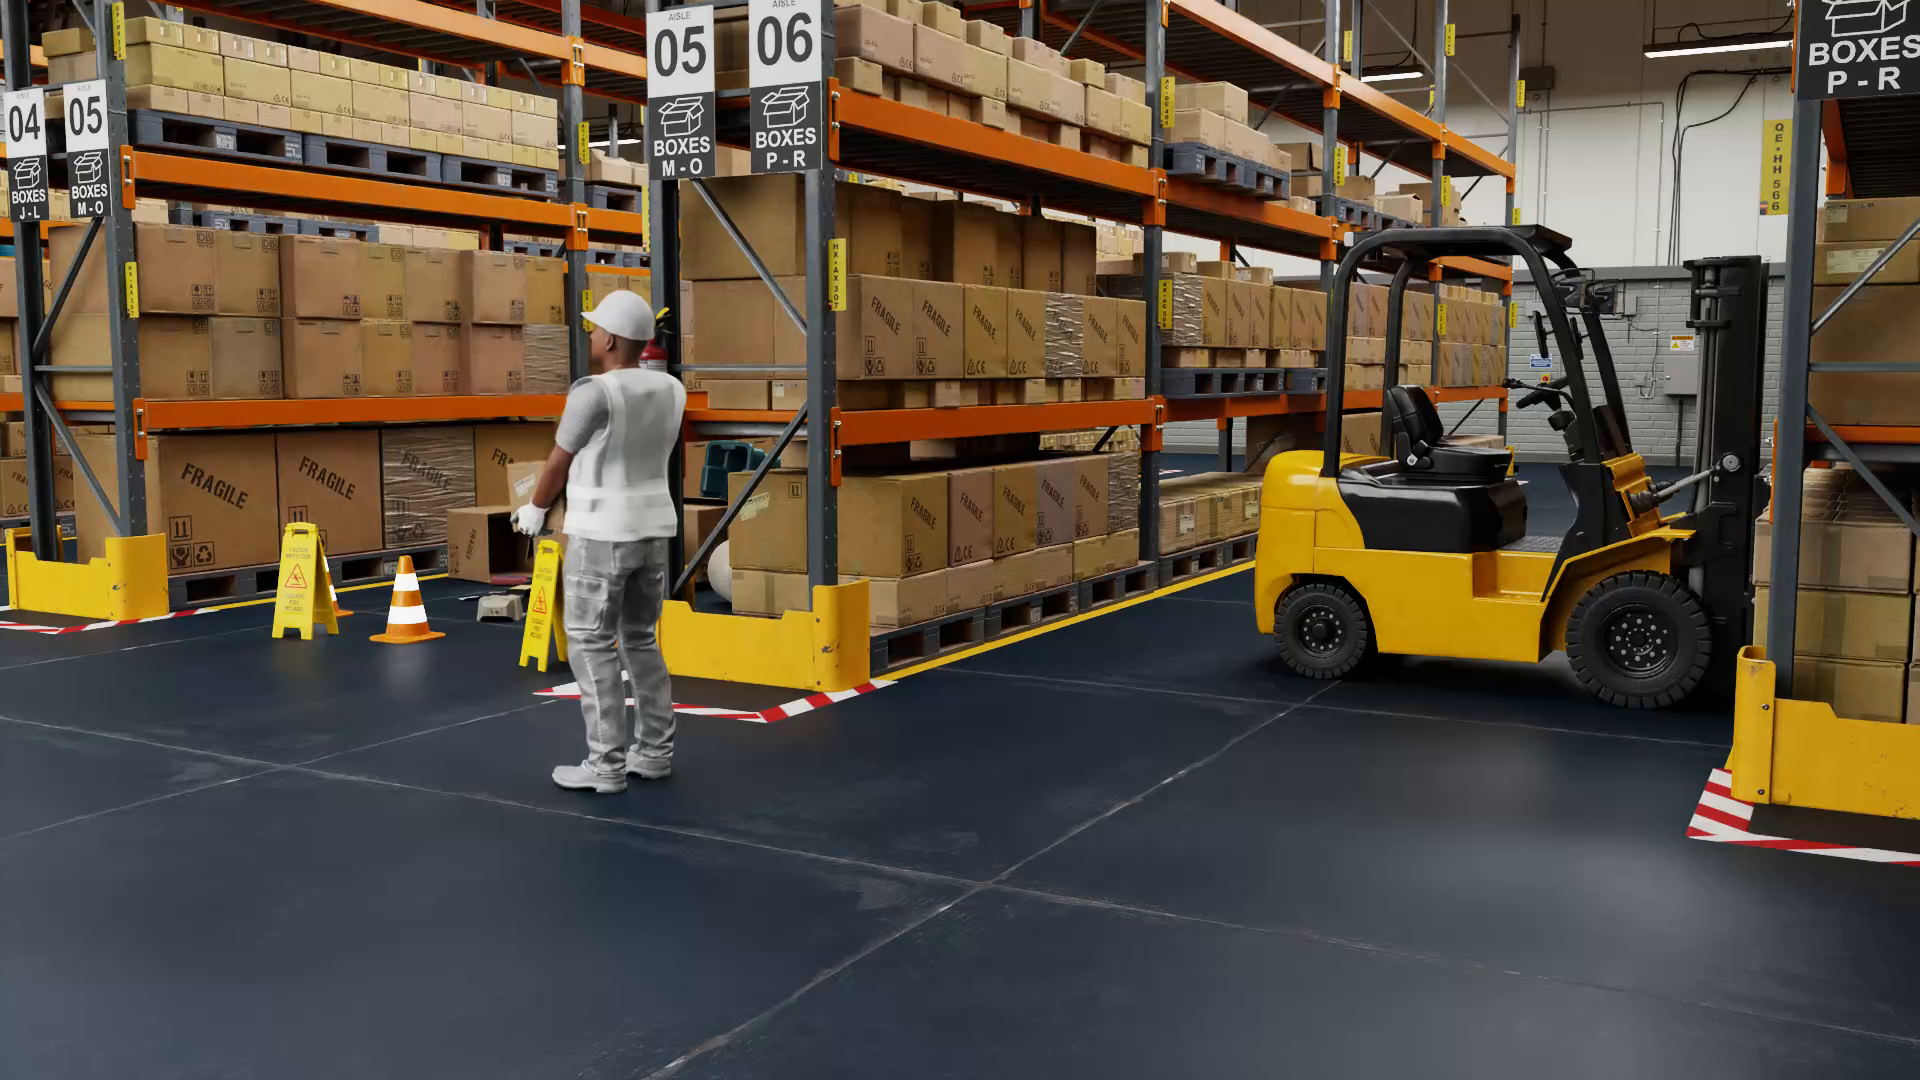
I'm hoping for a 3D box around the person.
[{"bbox_3d":[-1.320,-0.002,6.024,0.574,1.780,0.490,3,7,29],"label":"person"}]
